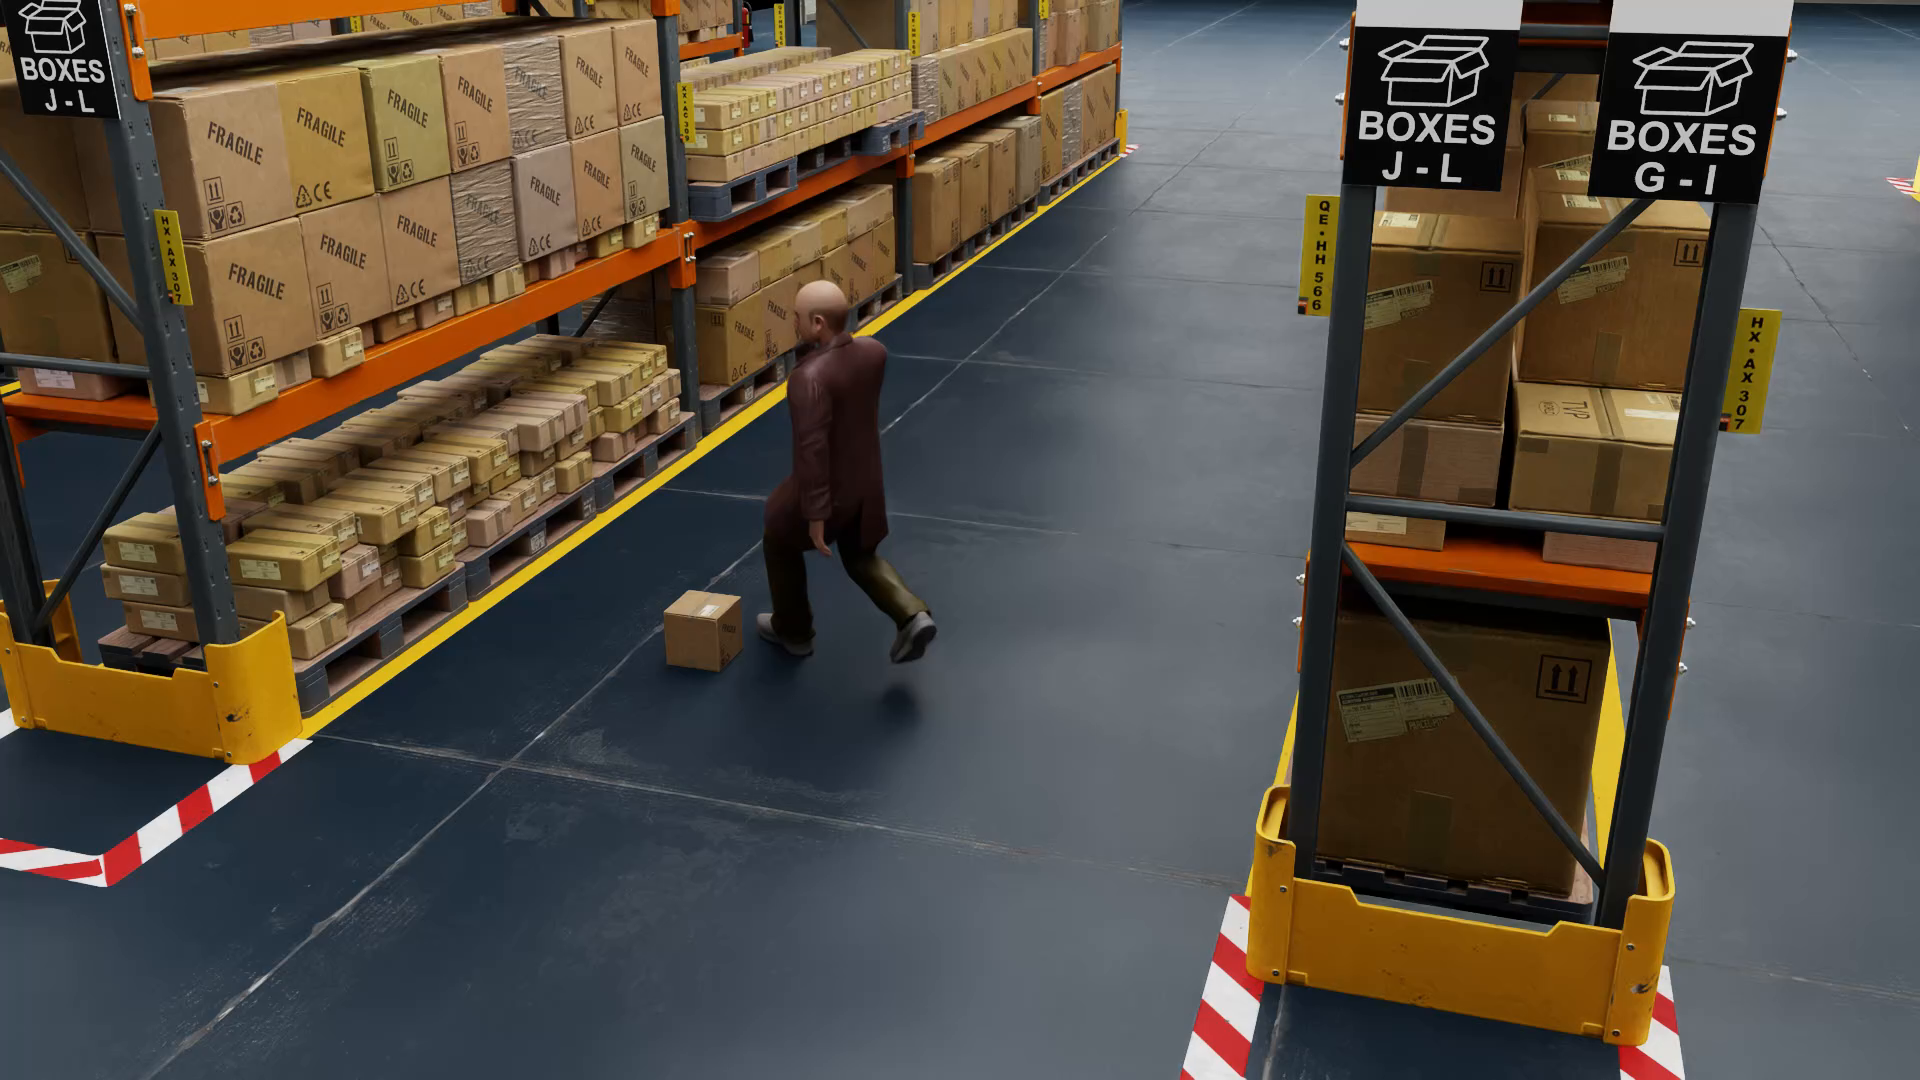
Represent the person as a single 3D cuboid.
[{"bbox_3d":[-0.541,-0.243,6.820,1.049,1.692,0.588,18,28,38],"label":"person"}]
